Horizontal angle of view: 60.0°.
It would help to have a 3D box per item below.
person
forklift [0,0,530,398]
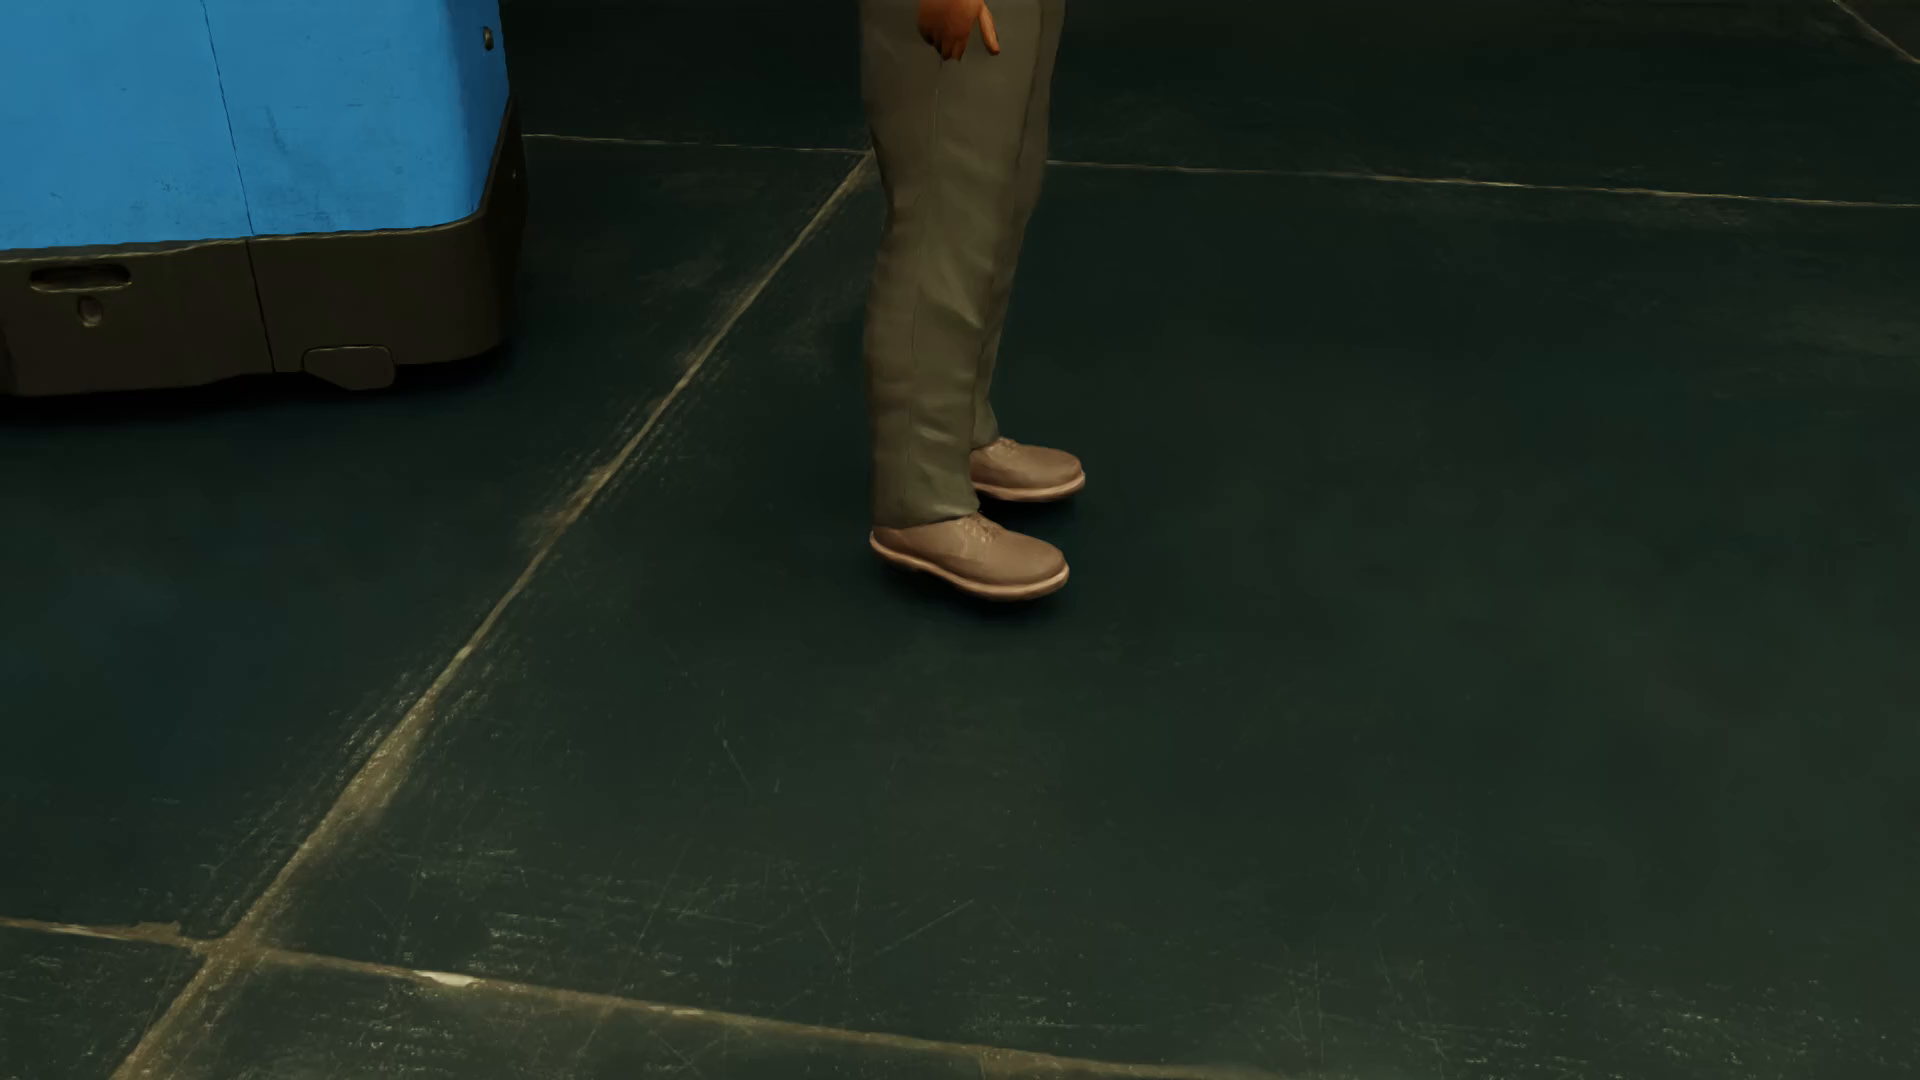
[{"bbox_3d":[0.022,-0.754,2.070,0.320,1.662,0.446,5,29,9],"label":"person"},{"bbox_3d":[-2.390,-1.663,2.477,3.031,2.935,1.130,-5,29,-9],"label":"forklift"}]
